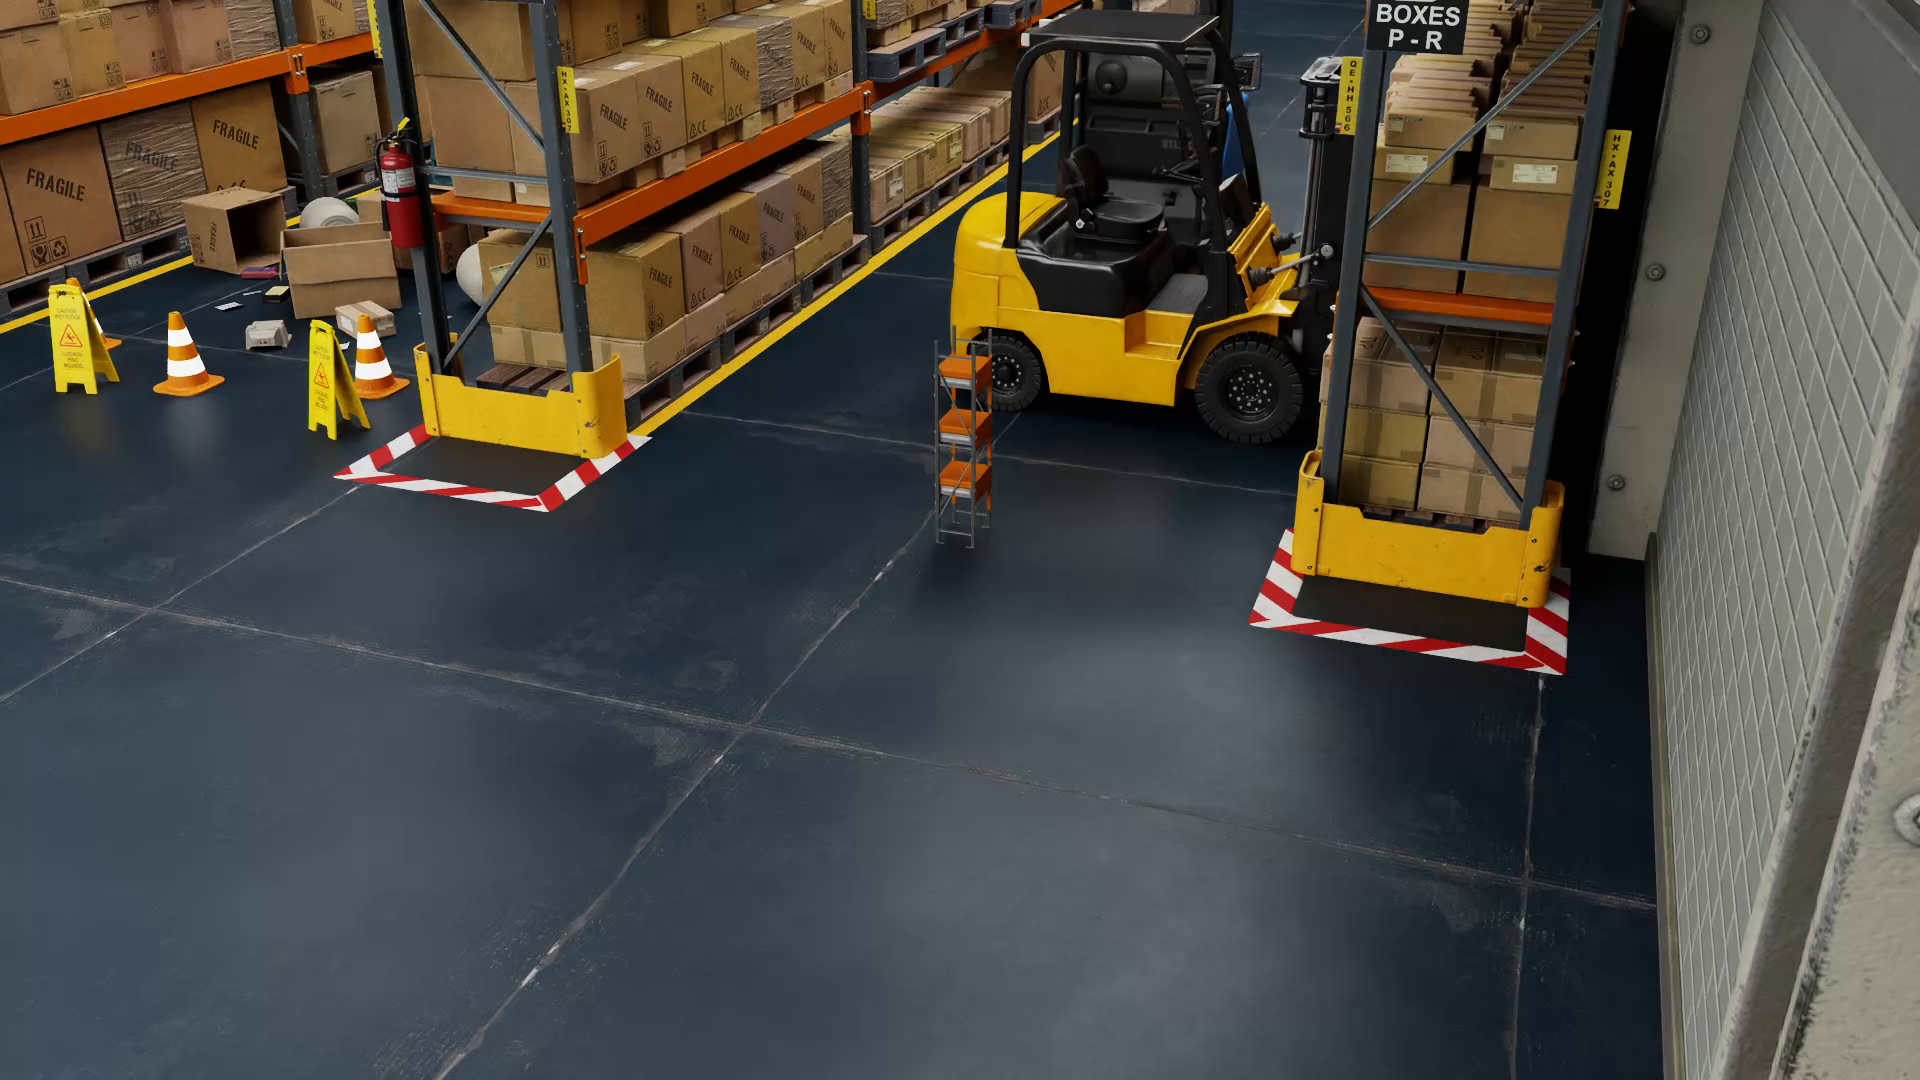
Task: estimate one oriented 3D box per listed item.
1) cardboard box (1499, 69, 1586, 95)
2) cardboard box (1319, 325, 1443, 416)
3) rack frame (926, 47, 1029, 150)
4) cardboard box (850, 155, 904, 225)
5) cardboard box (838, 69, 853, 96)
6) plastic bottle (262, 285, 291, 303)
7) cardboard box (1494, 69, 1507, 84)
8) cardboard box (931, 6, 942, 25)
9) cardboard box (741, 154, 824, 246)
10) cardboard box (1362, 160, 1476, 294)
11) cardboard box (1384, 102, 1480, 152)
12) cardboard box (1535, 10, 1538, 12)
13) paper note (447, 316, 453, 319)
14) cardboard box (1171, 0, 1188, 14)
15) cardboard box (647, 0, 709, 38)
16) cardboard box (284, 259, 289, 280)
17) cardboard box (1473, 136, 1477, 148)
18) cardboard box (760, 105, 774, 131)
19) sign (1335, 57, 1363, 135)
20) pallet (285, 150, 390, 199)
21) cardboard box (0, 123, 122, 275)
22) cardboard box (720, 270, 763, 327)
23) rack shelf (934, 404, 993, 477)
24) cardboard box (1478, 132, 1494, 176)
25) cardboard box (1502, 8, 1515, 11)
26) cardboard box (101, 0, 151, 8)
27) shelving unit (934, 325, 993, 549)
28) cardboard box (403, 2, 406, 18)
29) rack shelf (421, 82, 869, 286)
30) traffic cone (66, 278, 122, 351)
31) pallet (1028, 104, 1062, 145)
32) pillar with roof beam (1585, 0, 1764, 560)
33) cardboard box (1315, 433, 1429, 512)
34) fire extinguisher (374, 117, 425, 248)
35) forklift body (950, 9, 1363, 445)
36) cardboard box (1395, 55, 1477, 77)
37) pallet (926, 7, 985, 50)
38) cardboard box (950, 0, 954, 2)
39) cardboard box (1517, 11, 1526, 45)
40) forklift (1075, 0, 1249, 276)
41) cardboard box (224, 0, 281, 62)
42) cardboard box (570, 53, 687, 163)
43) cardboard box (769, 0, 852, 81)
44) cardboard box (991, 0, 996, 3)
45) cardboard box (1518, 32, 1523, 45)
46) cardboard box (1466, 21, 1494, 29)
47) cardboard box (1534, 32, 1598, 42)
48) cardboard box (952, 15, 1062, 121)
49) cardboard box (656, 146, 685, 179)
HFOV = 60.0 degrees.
[{"bbox_3d":[2.852,-2.198,8.146,0.380,0.149,0.250,10,27,19],"label":"cardboard box"},{"bbox_3d":[2.044,-0.831,8.050,0.500,0.250,0.500,10,27,19],"label":"cardboard box"},{"bbox_3d":[0.165,-5.201,15.550,1.000,3.000,0.127,9,27,17],"label":"rack frame"},{"bbox_3d":[-0.994,-2.779,13.082,0.950,0.372,0.625,9,27,18],"label":"cardboard box"},{"bbox_3d":[-0.986,-3.268,11.845,0.380,0.149,0.250,8,27,17],"label":"cardboard box"},{"bbox_3d":[-4.833,-1.751,11.796,0.133,0.061,0.283,0,26,-1],"label":"plastic bottle"},{"bbox_3d":[2.964,-2.523,9.904,0.500,0.500,0.500,9,27,18],"label":"cardboard box"},{"bbox_3d":[-0.362,-4.244,13.380,0.380,0.149,0.250,9,27,18],"label":"cardboard box"},{"bbox_3d":[-1.278,-2.355,11.484,0.500,0.500,0.500,9,27,18],"label":"cardboard box"},{"bbox_3d":[2.101,-1.480,7.751,0.500,0.500,0.500,8,27,16],"label":"cardboard box"},{"bbox_3d":[2.105,-1.844,7.415,0.380,0.149,0.250,9,27,18],"label":"cardboard box"},{"bbox_3d":[3.974,-3.392,10.954,0.380,0.149,0.250,8,27,16],"label":"cardboard box"},{"bbox_3d":[-3.516,-1.510,11.357,0.032,0.001,0.123,9,27,17],"label":"paper note"},{"bbox_3d":[2.405,-6.861,21.437,0.875,0.438,0.875,9,27,19],"label":"cardboard box"},{"bbox_3d":[-1.988,-3.400,10.227,0.700,0.500,0.500,9,27,17],"label":"cardboard box"},{"bbox_3d":[-4.703,-2.029,12.137,0.396,0.266,0.258,14,29,26],"label":"cardboard box"},{"bbox_3d":[2.330,-2.022,8.126,0.380,0.149,0.250,9,27,17],"label":"cardboard box"},{"bbox_3d":[-1.434,-2.749,10.774,0.380,0.149,0.250,8,27,17],"label":"cardboard box"},{"bbox_3d":[1.678,-1.907,7.147,0.100,0.325,0.005,9,27,17],"label":"sign"},{"bbox_3d":[-5.682,-3.306,14.837,1.003,0.211,1.213,9,27,17],"label":"pallet"},{"bbox_3d":[-6.745,-2.473,11.871,0.875,0.875,0.875,8,27,17],"label":"cardboard box"},{"bbox_3d":[-1.621,-1.591,10.767,0.500,0.250,0.500,11,28,21],"label":"cardboard box"},{"bbox_3d":[0.018,-0.485,8.071,0.215,0.259,0.240,9,27,17],"label":"rack shelf"},{"bbox_3d":[2.564,-1.745,7.552,0.380,0.149,0.250,9,27,17],"label":"cardboard box"},{"bbox_3d":[3.489,-3.457,11.089,0.380,0.149,0.250,8,27,17],"label":"cardboard box"},{"bbox_3d":[-6.406,-4.196,12.062,0.875,0.550,0.550,9,27,17],"label":"cardboard box"},{"bbox_3d":[0.018,-0.495,8.067,0.215,1.050,0.252,9,27,17],"label":"shelving unit"},{"bbox_3d":[-5.103,-4.868,14.748,0.500,0.500,0.500,9,27,17],"label":"cardboard box"},{"bbox_3d":[-1.832,-2.412,10.614,1.077,0.370,4.000,9,27,17],"label":"rack shelf"},{"bbox_3d":[-5.683,-1.460,10.735,0.336,0.463,0.334,9,27,17],"label":"traffic cone"},{"bbox_3d":[0.498,-4.259,16.804,1.003,0.211,1.213,9,27,17],"label":"pallet"},{"bbox_3d":[-0.793,-4.675,7.579,9.100,9.000,0.400,9,27,17],"label":"pillar with roof beam"},{"bbox_3d":[2.043,-0.385,8.277,0.500,0.250,0.500,9,27,18],"label":"cardboard box"},{"bbox_3d":[-2.970,-1.898,8.818,0.296,0.674,0.183,9,27,17],"label":"fire extinguisher"},{"bbox_3d":[1.095,-1.857,9.617,2.313,2.155,1.214,9,27,17],"label":"forklift body"},{"bbox_3d":[2.435,-2.383,8.529,0.380,0.149,0.250,9,27,18],"label":"cardboard box"},{"bbox_3d":[-0.455,-4.295,13.899,1.003,0.211,1.213,9,27,17],"label":"pallet"},{"bbox_3d":[-0.235,-4.696,13.569,0.500,0.500,0.500,8,27,15],"label":"cardboard box"},{"bbox_3d":[3.778,-3.657,11.959,0.500,0.250,0.500,9,27,18],"label":"cardboard box"},{"bbox_3d":[1.319,-3.349,11.803,1.130,2.935,3.031,9,27,17],"label":"forklift"},{"bbox_3d":[-5.979,-4.148,13.202,0.875,0.550,0.550,9,27,17],"label":"cardboard box"},{"bbox_3d":[-1.909,-2.460,9.433,0.500,0.500,0.500,10,27,19],"label":"cardboard box"},{"bbox_3d":[-1.080,-3.517,11.617,0.500,0.500,0.500,8,27,16],"label":"cardboard box"},{"bbox_3d":[0.124,-4.775,14.477,0.380,0.149,0.250,7,27,15],"label":"cardboard box"},{"bbox_3d":[3.926,-3.168,10.949,0.500,0.250,0.500,8,27,17],"label":"cardboard box"},{"bbox_3d":[2.869,-2.904,9.606,0.380,0.149,0.250,9,27,19],"label":"cardboard box"},{"bbox_3d":[3.367,-2.711,9.207,0.380,0.149,0.250,8,27,17],"label":"cardboard box"},{"bbox_3d":[0.473,-4.705,16.483,0.875,0.875,0.875,8,27,17],"label":"cardboard box"},{"bbox_3d":[-1.826,-2.211,9.662,0.380,0.149,0.250,9,27,18],"label":"cardboard box"}]
